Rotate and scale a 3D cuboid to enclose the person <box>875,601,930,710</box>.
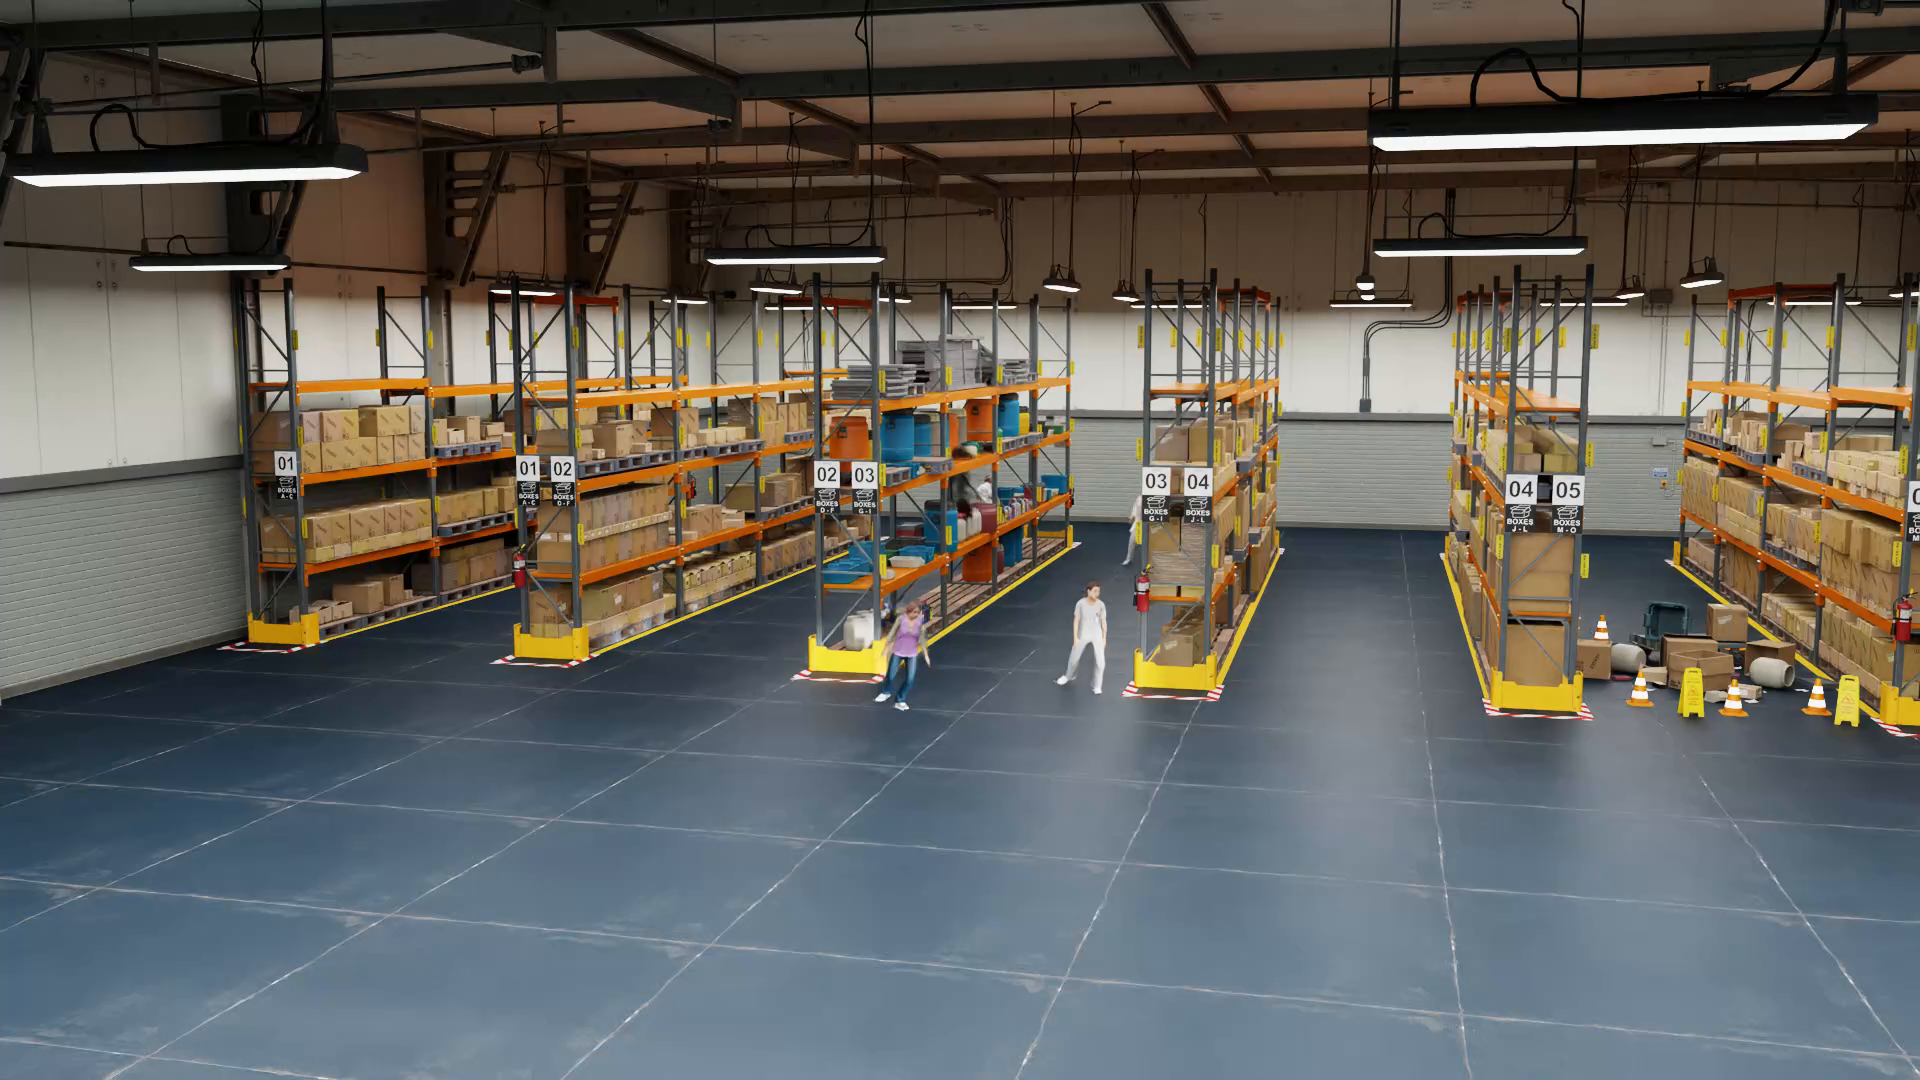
[{"bbox_3d":[-0.777,1.581,22.522,0.684,1.459,0.577,-2,7,-16],"label":"person"}]

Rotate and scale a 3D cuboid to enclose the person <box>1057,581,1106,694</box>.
[{"bbox_3d":[1.739,1.357,23.760,0.696,1.605,0.684,0,7,3],"label":"person"}]

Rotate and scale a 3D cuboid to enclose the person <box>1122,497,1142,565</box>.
[{"bbox_3d":[4.132,-0.329,37.164,0.740,1.733,1.023,5,8,33],"label":"person"}]

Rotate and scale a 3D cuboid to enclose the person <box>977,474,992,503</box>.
[{"bbox_3d":[0.650,-0.897,42.566,0.510,1.623,0.688,4,8,32],"label":"person"}]
